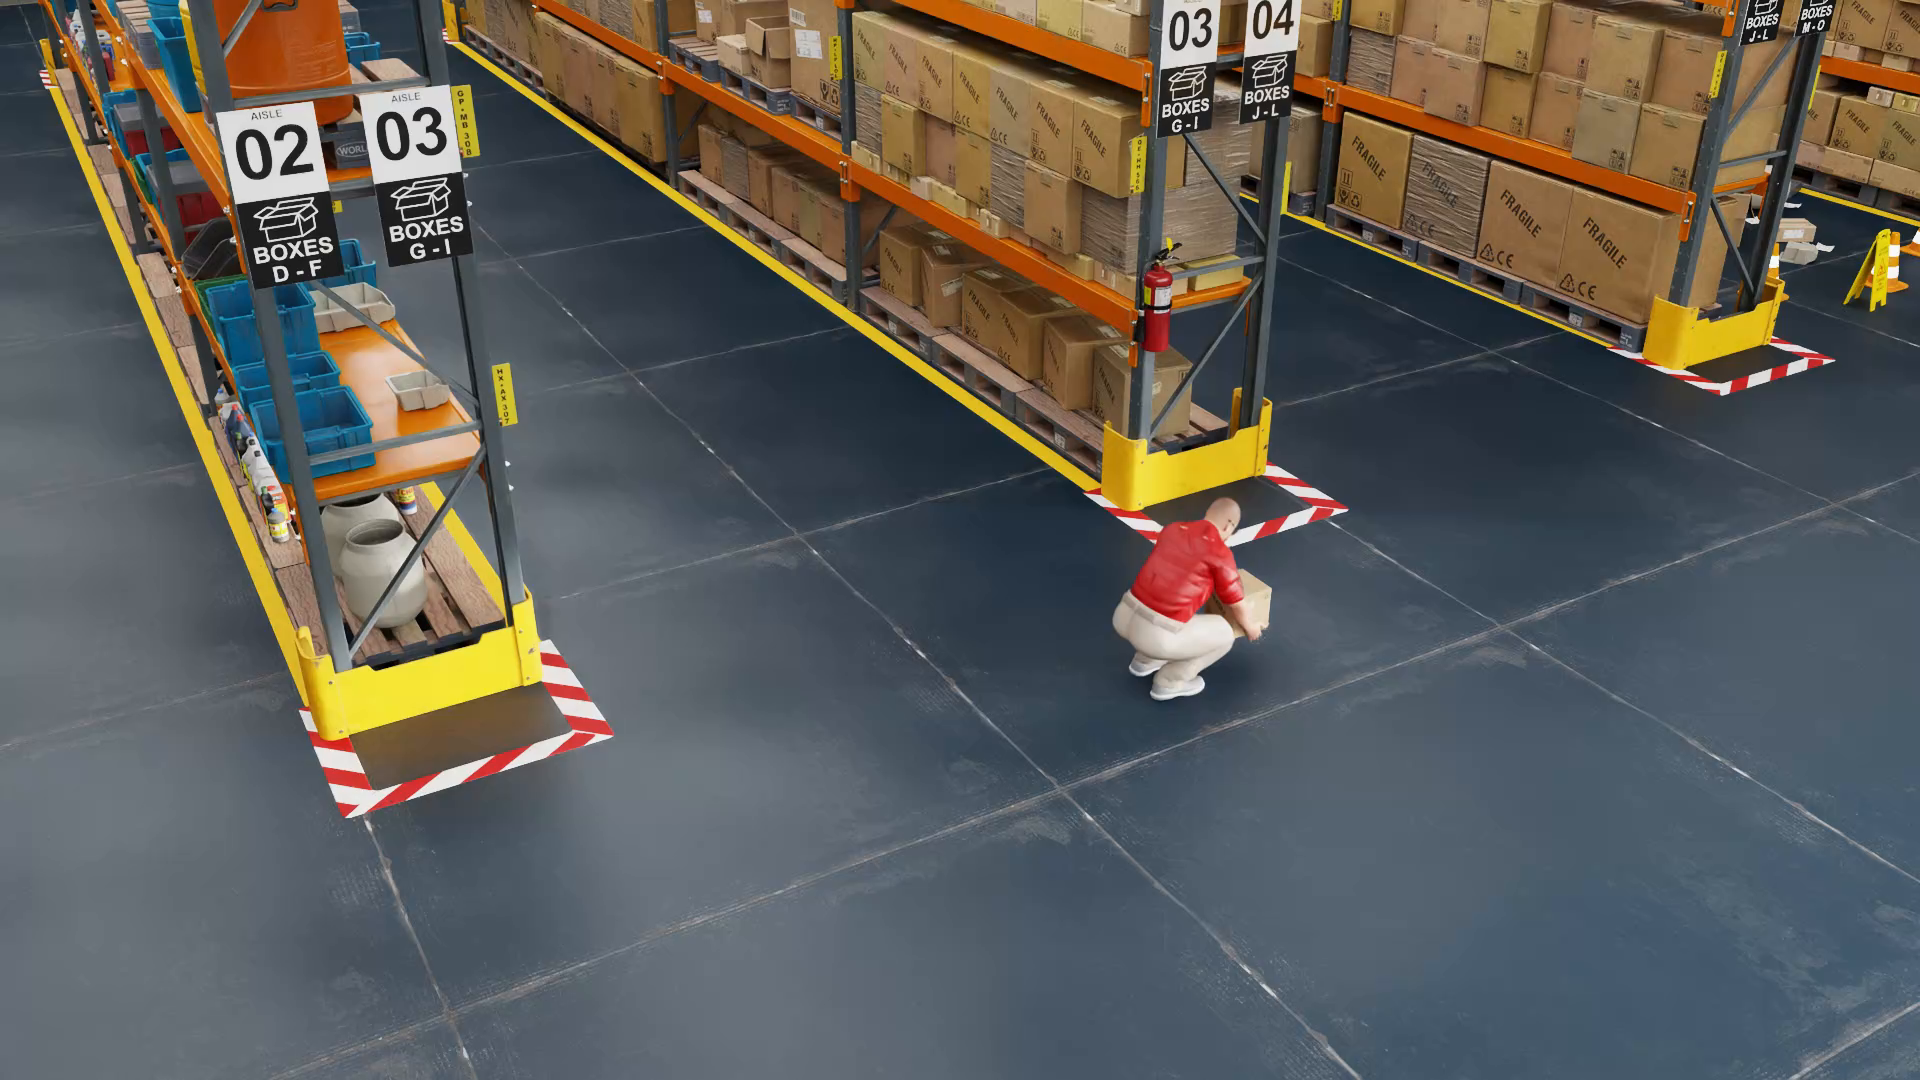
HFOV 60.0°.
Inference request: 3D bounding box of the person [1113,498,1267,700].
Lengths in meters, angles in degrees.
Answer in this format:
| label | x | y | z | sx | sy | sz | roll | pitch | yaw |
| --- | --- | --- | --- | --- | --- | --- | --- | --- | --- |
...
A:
| label | x | y | z | sx | sy | sz | roll | pitch | yaw |
| --- | --- | --- | --- | --- | --- | --- | --- | --- | --- |
| person | 1.221 | 0.294 | 8.843 | 0.876 | 0.980 | 0.543 | -16 | 33 | -27 |
